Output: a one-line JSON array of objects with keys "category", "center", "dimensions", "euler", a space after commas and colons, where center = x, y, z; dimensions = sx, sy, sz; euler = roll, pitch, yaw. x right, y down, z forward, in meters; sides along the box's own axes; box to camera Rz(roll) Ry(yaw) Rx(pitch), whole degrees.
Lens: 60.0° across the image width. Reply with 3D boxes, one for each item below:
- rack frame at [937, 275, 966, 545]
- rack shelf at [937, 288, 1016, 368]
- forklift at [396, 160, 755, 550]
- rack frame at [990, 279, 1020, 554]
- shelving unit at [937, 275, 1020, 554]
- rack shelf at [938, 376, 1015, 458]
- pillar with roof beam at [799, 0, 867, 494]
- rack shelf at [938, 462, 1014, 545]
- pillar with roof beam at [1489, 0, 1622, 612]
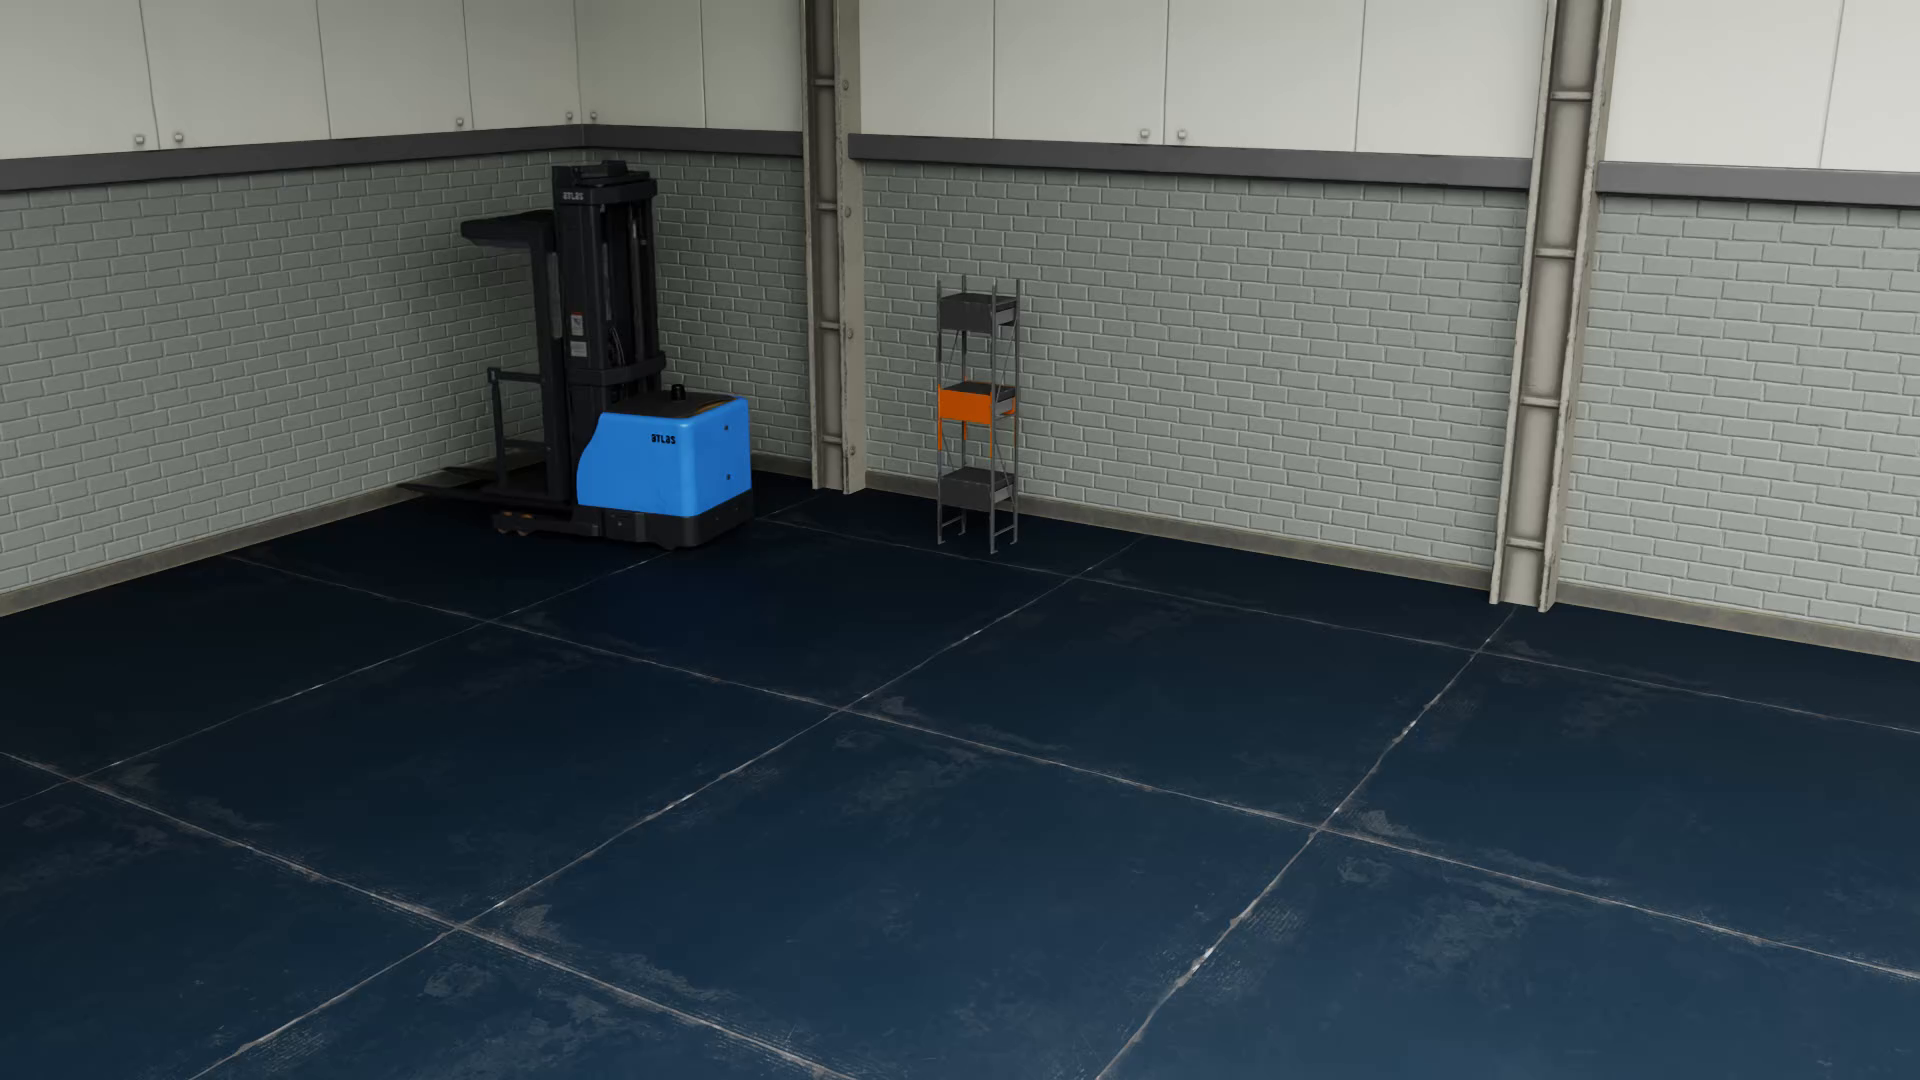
[{"category": "rack frame", "center": [-0.067, -1.017, 13.115], "dimensions": [0.015, 2.100, 0.400], "euler": [10, 20, 30]}, {"category": "rack shelf", "center": [0.141, -1.636, 12.794], "dimensions": [0.480, 0.518, 0.431], "euler": [10, 20, 30]}, {"category": "forklift", "center": [-3.272, -1.576, 13.527], "dimensions": [3.031, 2.935, 1.130], "euler": [7, 18, 21]}, {"category": "rack frame", "center": [0.349, -0.942, 12.871], "dimensions": [0.015, 2.100, 0.400], "euler": [10, 20, 30]}, {"category": "shelving unit", "center": [0.141, -0.979, 12.993], "dimensions": [0.503, 2.100, 0.431], "euler": [10, 20, 30]}, {"category": "rack shelf", "center": [0.141, -0.966, 12.997], "dimensions": [0.480, 0.518, 0.431], "euler": [10, 20, 30]}, {"category": "pillar with roof beam", "center": [-3.333, -3.710, 10.112], "dimensions": [0.400, 9.000, 9.100], "euler": [10, 20, 30]}, {"category": "rack shelf", "center": [0.141, -0.297, 13.201], "dimensions": [0.480, 0.518, 0.431], "euler": [10, 20, 30]}, {"category": "pillar with roof beam", "center": [1.780, -2.797, 7.107], "dimensions": [0.400, 9.000, 9.100], "euler": [10, 20, 30]}]
